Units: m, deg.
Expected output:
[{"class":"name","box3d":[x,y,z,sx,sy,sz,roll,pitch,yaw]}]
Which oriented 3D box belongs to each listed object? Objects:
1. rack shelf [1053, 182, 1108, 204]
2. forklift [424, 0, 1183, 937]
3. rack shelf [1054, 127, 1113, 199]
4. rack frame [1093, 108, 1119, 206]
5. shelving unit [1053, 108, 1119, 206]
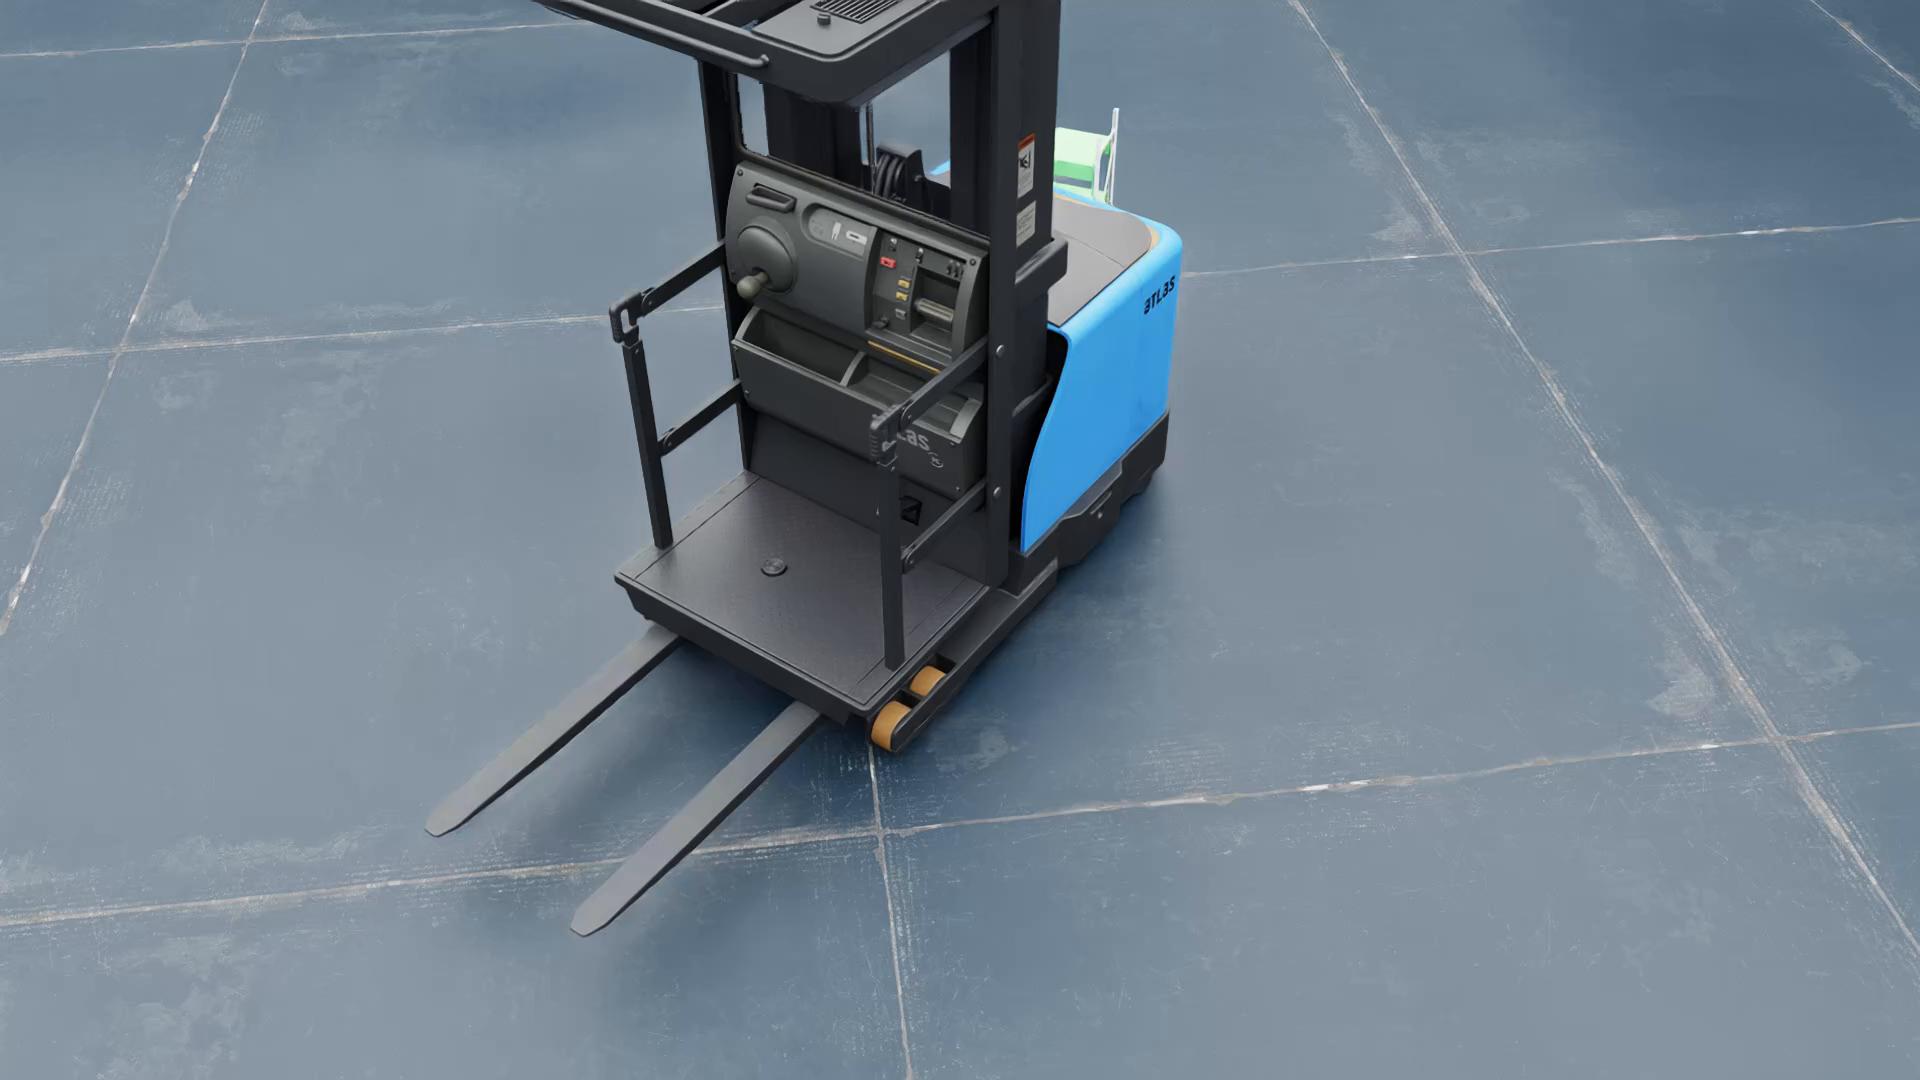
[{"class":"rack shelf","box3d":[0.320,-1.291,6.522,0.480,0.148,0.258,14,44,15]},{"class":"forklift","box3d":[-0.458,-0.762,4.907,1.130,2.935,3.031,25,48,25]},{"class":"rack shelf","box3d":[0.320,-1.470,6.362,0.480,0.148,0.258,14,44,15]},{"class":"rack frame","box3d":[0.548,-1.103,6.576,0.015,1.200,0.240,14,44,15]},{"class":"shelving unit","box3d":[0.320,-1.160,6.640,0.503,1.200,0.258,14,44,15]}]
